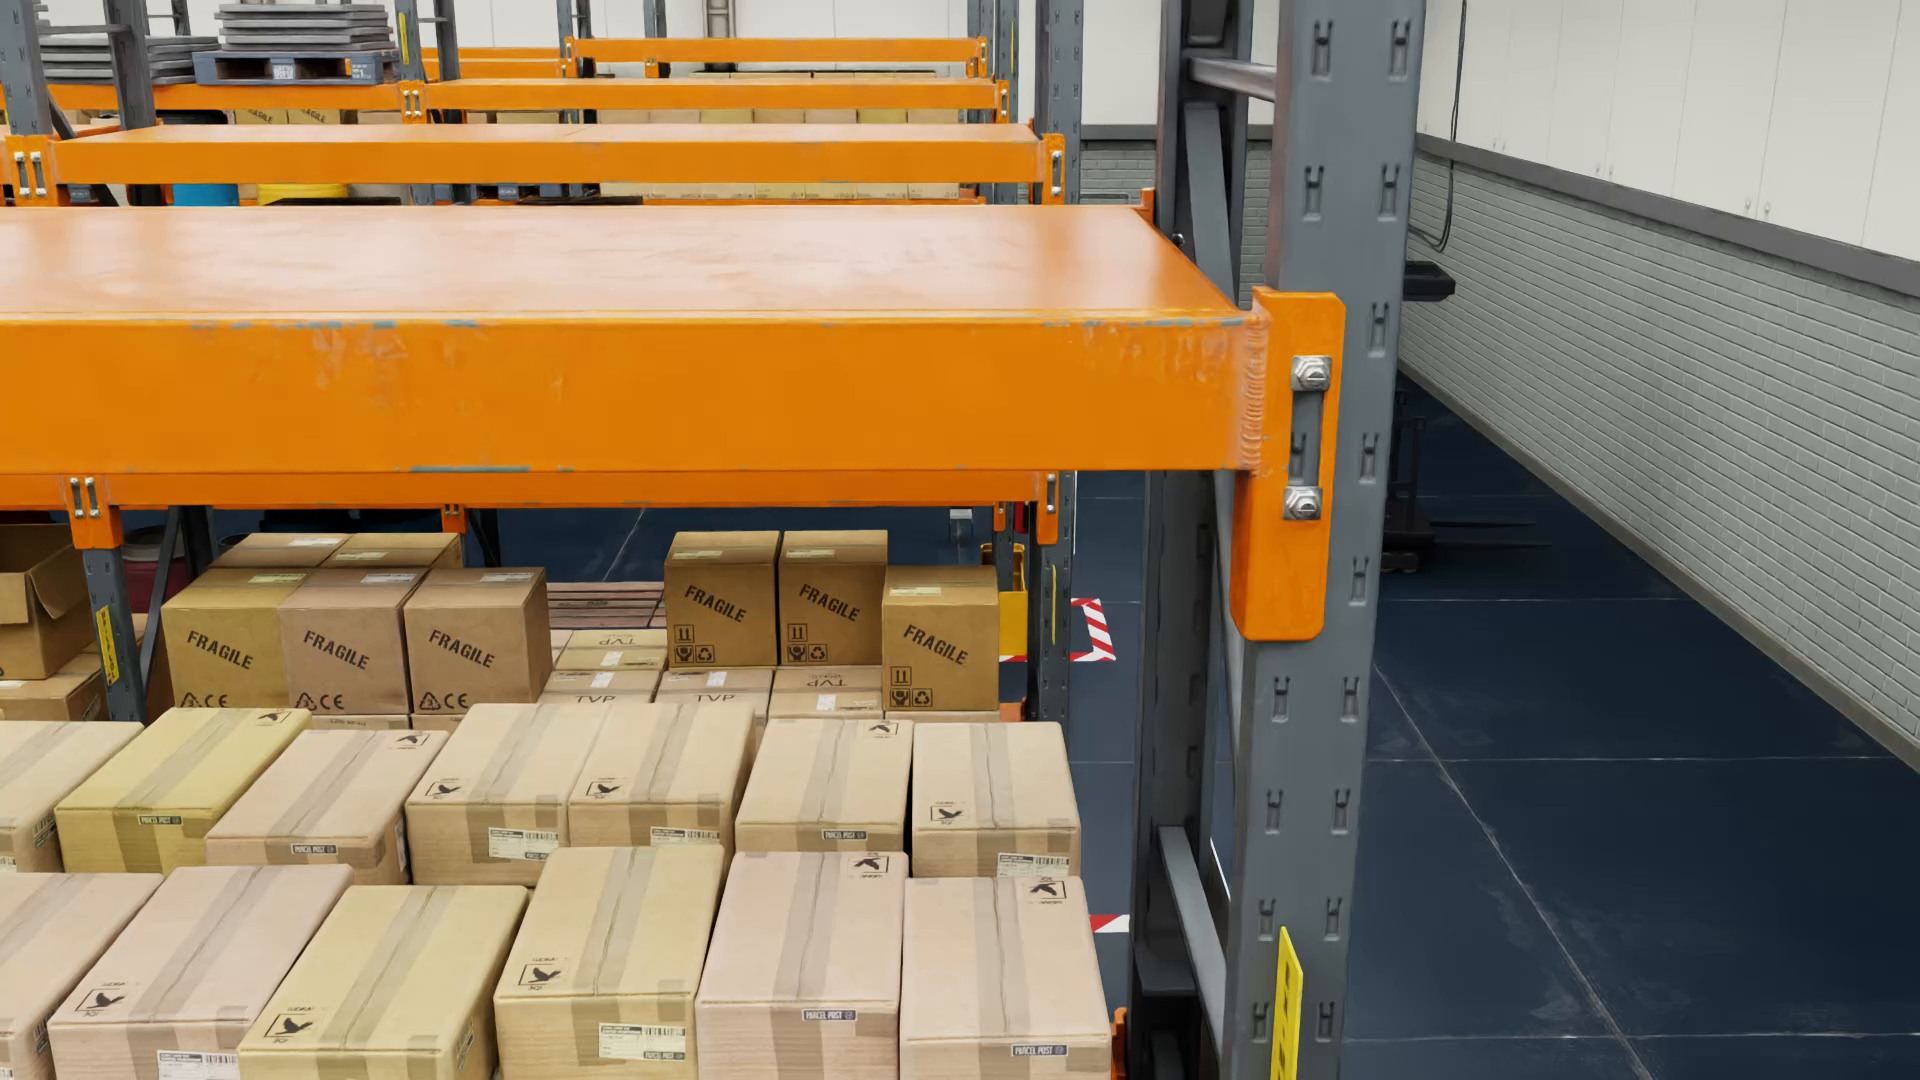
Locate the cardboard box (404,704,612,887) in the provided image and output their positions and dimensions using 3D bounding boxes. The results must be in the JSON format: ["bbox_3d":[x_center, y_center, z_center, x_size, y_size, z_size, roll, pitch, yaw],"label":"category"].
[{"bbox_3d":[-0.721,0.410,2.723,0.250,0.149,0.380,0,18,0],"label":"cardboard box"}]

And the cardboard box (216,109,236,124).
[{"bbox_3d":[-7.315,-4.168,16.418,0.500,0.500,0.500,0,18,-1],"label":"cardboard box"}]

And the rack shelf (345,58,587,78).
[{"bbox_3d":[-5.752,-4.549,16.328,4.000,0.370,1.077,0,18,-1],"label":"rack shelf"}]

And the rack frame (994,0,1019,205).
[{"bbox_3d":[0.322,-3.598,11.531,0.127,3.000,1.000,0,18,-1],"label":"rack frame"}]

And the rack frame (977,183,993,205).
[{"bbox_3d":[0.248,-2.254,17.164,0.127,3.000,1.000,0,18,-1],"label":"rack frame"}]

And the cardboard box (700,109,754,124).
[{"bbox_3d":[-2.264,-4.164,16.407,0.500,0.500,0.700,0,18,-1],"label":"cardboard box"}]

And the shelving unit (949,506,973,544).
[{"bbox_3d":[0.008,-0.429,14.910,0.210,0.900,0.258,0,18,-1],"label":"shelving unit"}]

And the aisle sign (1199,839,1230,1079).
[{"bbox_3d":[0.446,0.957,2.898,0.004,0.787,0.394,0,18,-1],"label":"aisle sign"}]

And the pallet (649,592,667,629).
[{"bbox_3d":[-1.720,0.584,12.883,1.213,0.211,1.003,0,18,-1],"label":"pallet"}]

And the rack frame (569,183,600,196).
[{"bbox_3d":[-3.752,-2.235,17.104,0.127,3.000,1.000,0,18,-1],"label":"rack frame"}]

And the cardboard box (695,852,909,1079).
[{"bbox_3d":[-0.198,0.571,2.220,0.250,0.149,0.380,0,18,0],"label":"cardboard box"}]

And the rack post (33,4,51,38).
[{"bbox_3d":[-6.953,-3.539,11.473,0.937,0.300,0.954,0,18,-1],"label":"rack post"}]

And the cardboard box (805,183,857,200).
[{"bbox_3d":[-1.262,-3.523,16.453,0.500,0.250,0.500,0,18,-1],"label":"cardboard box"}]

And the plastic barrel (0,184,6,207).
[{"bbox_3d":[-7.109,-2.537,11.745,0.708,0.830,0.600,0,18,-1],"label":"plastic barrel"}]

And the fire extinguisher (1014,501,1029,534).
[{"bbox_3d":[0.480,-0.389,12.086,0.183,0.674,0.296,0,18,-1],"label":"fire extinguisher"}]

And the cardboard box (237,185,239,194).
[{"bbox_3d":[-7.316,-3.704,16.609,0.500,0.500,0.910,0,18,-1],"label":"cardboard box"}]

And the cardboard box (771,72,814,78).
[{"bbox_3d":[-2.109,-5.636,20.961,0.500,0.500,0.500,0,18,-1],"label":"cardboard box"}]

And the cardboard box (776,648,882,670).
[{"bbox_3d":[-0.604,0.626,7.945,0.500,0.250,0.500,0,18,-2],"label":"cardboard box"}]

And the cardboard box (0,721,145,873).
[{"bbox_3d":[-1.503,0.433,2.652,0.250,0.149,0.380,0,18,1],"label":"cardboard box"}]

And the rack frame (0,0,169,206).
[{"bbox_3d":[-3.599,-2.066,6.755,0.127,3.000,1.000,0,18,-1],"label":"rack frame"}]

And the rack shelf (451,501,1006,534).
[{"bbox_3d":[-1.678,-0.389,12.527,4.000,0.370,1.077,0,18,-1],"label":"rack shelf"}]

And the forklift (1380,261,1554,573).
[{"bbox_3d":[3.595,-1.286,14.257,3.031,2.935,1.130,2,18,5],"label":"forklift"}]

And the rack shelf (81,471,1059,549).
[{"bbox_3d":[-1.600,-0.305,7.354,4.000,0.370,1.077,0,18,-1],"label":"rack shelf"}]

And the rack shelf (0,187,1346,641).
[{"bbox_3d":[-1.622,-0.216,2.172,4.000,0.370,1.077,0,18,-1],"label":"rack shelf"}]

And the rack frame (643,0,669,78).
[{"bbox_3d":[-3.834,-6.604,20.903,0.127,3.000,1.000,0,18,-1],"label":"rack frame"}]

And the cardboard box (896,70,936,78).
[{"bbox_3d":[-0.568,-5.799,21.470,0.500,0.500,0.500,-1,18,-3],"label":"cardboard box"}]

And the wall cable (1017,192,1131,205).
[{"bbox_3d":[1.431,-4.546,22.645,1.851,1.984,0.084,0,18,-1],"label":"wall cable"}]

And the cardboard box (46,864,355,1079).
[{"bbox_3d":[-0.972,0.583,2.182,0.250,0.149,0.380,-1,18,-2],"label":"cardboard box"}]

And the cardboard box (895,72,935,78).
[{"bbox_3d":[-0.562,-5.642,20.980,0.500,0.500,0.500,0,18,-1],"label":"cardboard box"}]

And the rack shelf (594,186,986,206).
[{"bbox_3d":[-1.752,-3.330,16.785,4.000,0.370,1.077,0,18,-1],"label":"rack shelf"}]

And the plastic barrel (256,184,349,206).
[{"bbox_3d":[-4.587,-2.373,11.629,0.600,0.588,0.600,0,18,0],"label":"plastic barrel"}]

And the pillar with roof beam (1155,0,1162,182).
[{"bbox_3d":[2.920,-5.586,17.729,0.400,9.000,9.100,0,18,-1],"label":"pillar with roof beam"}]

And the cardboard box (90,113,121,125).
[{"bbox_3d":[-10.669,-5.276,21.132,0.500,0.311,0.500,0,18,1],"label":"cardboard box"}]

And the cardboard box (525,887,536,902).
[{"bbox_3d":[-0.587,0.617,2.729,0.500,0.250,0.500,0,18,-2],"label":"cardboard box"}]

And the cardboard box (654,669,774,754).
[{"bbox_3d":[-1.096,0.789,7.435,0.500,0.250,0.500,-1,18,-3],"label":"cardboard box"}]

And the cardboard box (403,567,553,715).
[{"bbox_3d":[-2.104,0.435,7.311,0.500,0.500,0.500,-1,18,-3],"label":"cardboard box"}]

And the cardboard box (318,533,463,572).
[{"bbox_3d":[-2.643,0.278,7.800,0.500,0.500,0.500,0,18,0],"label":"cardboard box"}]

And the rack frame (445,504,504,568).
[{"bbox_3d":[-3.677,-0.722,12.387,0.127,3.000,1.000,0,18,-1],"label":"rack frame"}]

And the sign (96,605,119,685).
[{"bbox_3d":[-3.581,0.443,6.991,0.005,0.325,0.100,0,18,-1],"label":"sign"}]

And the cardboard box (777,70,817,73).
[{"bbox_3d":[-2.100,-5.796,21.460,0.500,0.500,0.500,-1,18,-3],"label":"cardboard box"}]

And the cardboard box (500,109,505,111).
[{"bbox_3d":[-5.773,-5.457,21.354,0.500,0.500,0.700,0,18,-1],"label":"cardboard box"}]

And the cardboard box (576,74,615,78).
[{"bbox_3d":[-4.716,-5.826,21.276,0.500,0.250,0.500,1,18,3],"label":"cardboard box"}]

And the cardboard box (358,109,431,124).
[{"bbox_3d":[-5.590,-3.971,16.591,0.600,0.600,0.600,-1,18,-3],"label":"cardboard box"}]

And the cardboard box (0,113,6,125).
[{"bbox_3d":[-12.336,-5.117,20.980,0.500,0.500,0.500,0,18,1],"label":"cardboard box"}]

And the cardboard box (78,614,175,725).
[{"bbox_3d":[-4.063,0.669,7.888,0.500,0.500,0.500,0,18,-1],"label":"cardboard box"}]

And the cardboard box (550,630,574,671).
[{"bbox_3d":[-2.134,0.632,7.924,0.500,0.250,0.500,0,18,0],"label":"cardboard box"}]

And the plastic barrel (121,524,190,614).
[{"bbox_3d":[-6.059,0.233,12.672,0.708,0.588,0.600,0,18,-1],"label":"plastic barrel"}]

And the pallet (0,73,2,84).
[{"bbox_3d":[-6.955,-3.273,11.482,1.003,0.211,1.213,0,18,-1],"label":"pallet"}]

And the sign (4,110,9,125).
[{"bbox_3d":[-11.817,-5.218,20.646,0.005,0.325,0.100,0,18,-1],"label":"sign"}]

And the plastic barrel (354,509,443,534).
[{"bbox_3d":[-4.222,0.075,12.652,0.708,0.901,0.600,0,18,-1],"label":"plastic barrel"}]

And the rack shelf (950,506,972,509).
[{"bbox_3d":[0.008,-0.311,14.948,0.200,0.077,0.258,0,18,-1],"label":"rack shelf"}]

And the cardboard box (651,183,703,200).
[{"bbox_3d":[-2.762,-3.520,16.444,0.500,0.250,0.500,0,18,-1],"label":"cardboard box"}]

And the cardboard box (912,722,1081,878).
[{"bbox_3d":[0.050,0.434,2.648,0.250,0.149,0.380,0,18,-1],"label":"cardboard box"}]

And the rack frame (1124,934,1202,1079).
[{"bbox_3d":[0.377,2.287,3.008,0.127,3.000,1.000,0,18,-1],"label":"rack frame"}]

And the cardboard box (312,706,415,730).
[{"bbox_3d":[-2.628,0.797,7.410,0.500,0.250,0.500,0,18,-1],"label":"cardboard box"}]

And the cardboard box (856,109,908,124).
[{"bbox_3d":[-0.767,-4.222,16.587,0.500,0.500,0.700,0,18,-1],"label":"cardboard box"}]

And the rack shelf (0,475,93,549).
[{"bbox_3d":[-5.599,-0.285,7.293,4.000,0.370,1.077,0,18,-1],"label":"rack shelf"}]
